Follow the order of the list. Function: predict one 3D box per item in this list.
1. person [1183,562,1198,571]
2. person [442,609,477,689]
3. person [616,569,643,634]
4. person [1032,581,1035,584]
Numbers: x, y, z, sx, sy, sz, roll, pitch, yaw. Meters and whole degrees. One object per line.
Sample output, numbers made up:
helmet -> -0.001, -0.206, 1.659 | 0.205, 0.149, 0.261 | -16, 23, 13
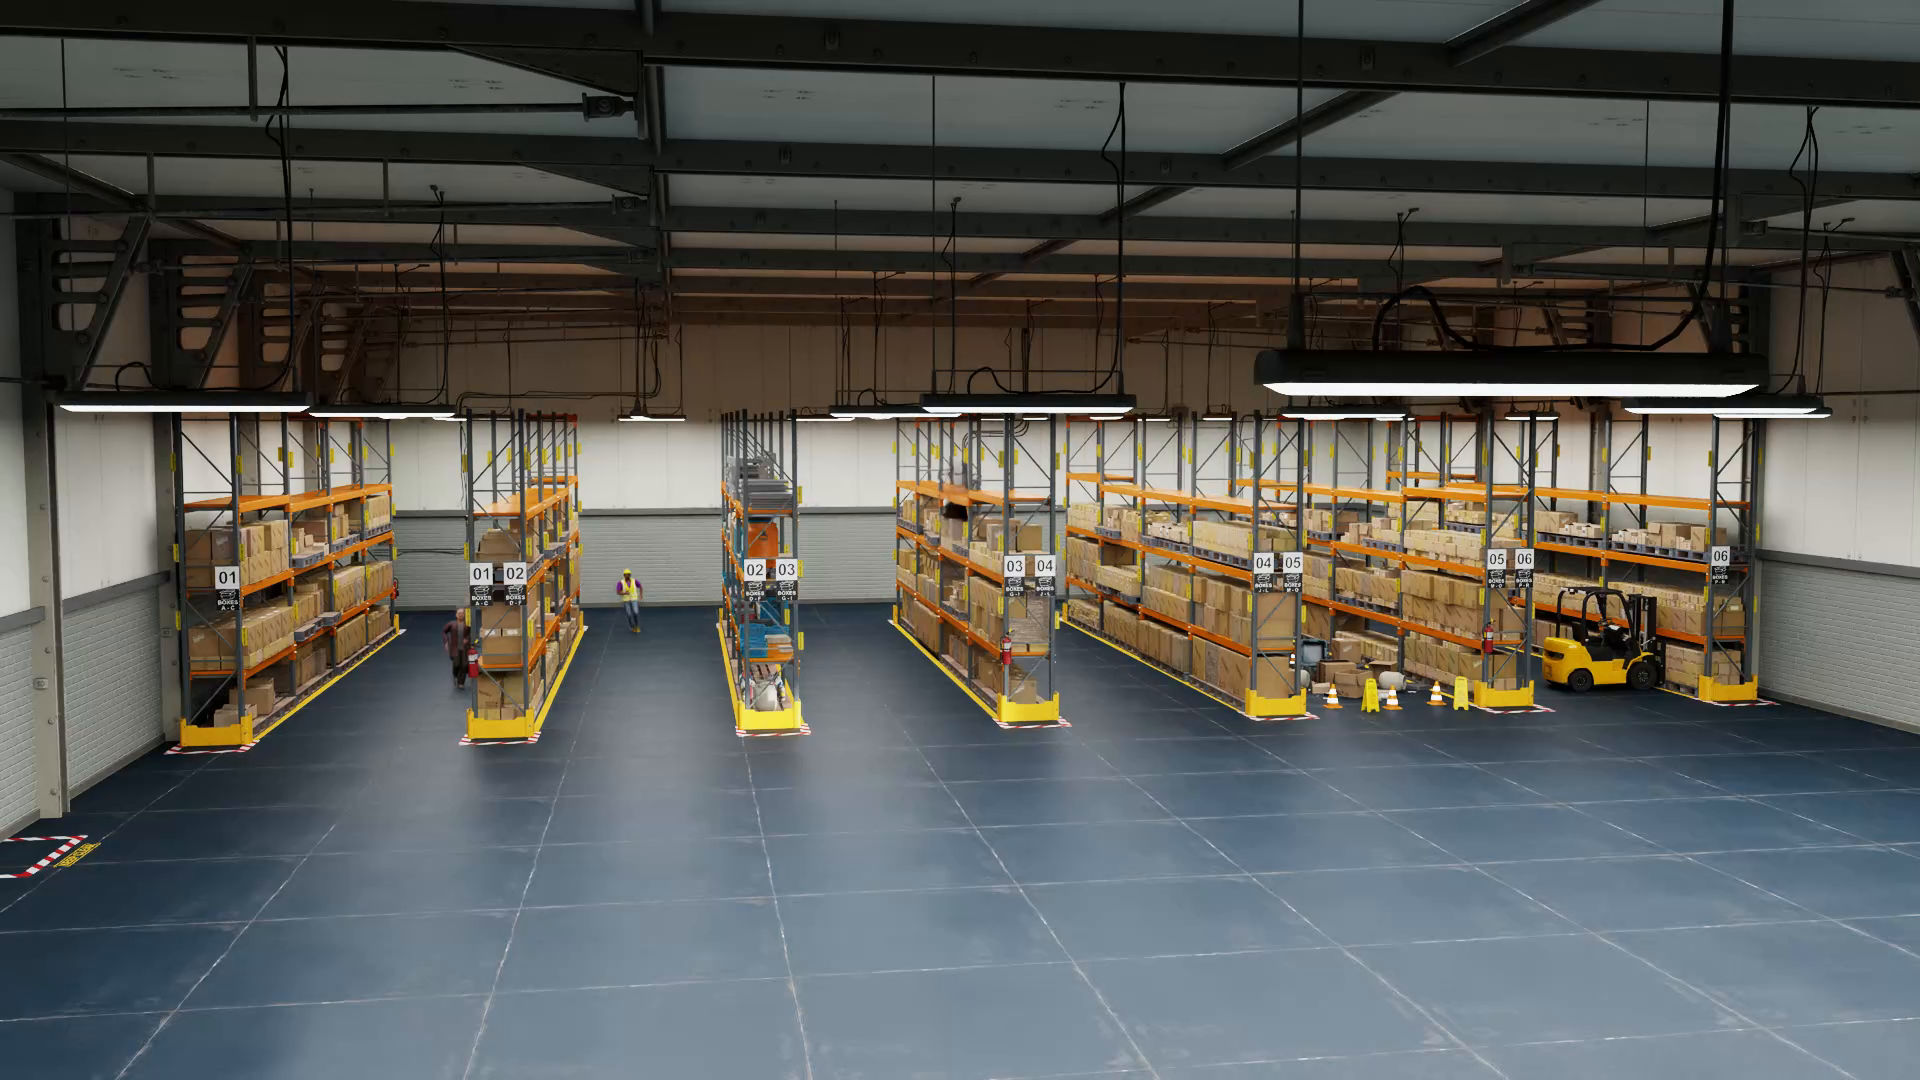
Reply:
person -> 6.936, 1.306, 50.581 | 0.820, 1.845, 0.655 | 0, 4, -7
person -> -10.763, 2.397, 35.809 | 0.714, 1.652, 0.616 | -2, 4, -22
person -> -9.052, 1.694, 45.541 | 0.699, 1.780, 0.647 | -1, 4, -9
person -> 2.370, 1.504, 49.307 | 0.652, 1.596, 0.593 | -3, 5, -39
